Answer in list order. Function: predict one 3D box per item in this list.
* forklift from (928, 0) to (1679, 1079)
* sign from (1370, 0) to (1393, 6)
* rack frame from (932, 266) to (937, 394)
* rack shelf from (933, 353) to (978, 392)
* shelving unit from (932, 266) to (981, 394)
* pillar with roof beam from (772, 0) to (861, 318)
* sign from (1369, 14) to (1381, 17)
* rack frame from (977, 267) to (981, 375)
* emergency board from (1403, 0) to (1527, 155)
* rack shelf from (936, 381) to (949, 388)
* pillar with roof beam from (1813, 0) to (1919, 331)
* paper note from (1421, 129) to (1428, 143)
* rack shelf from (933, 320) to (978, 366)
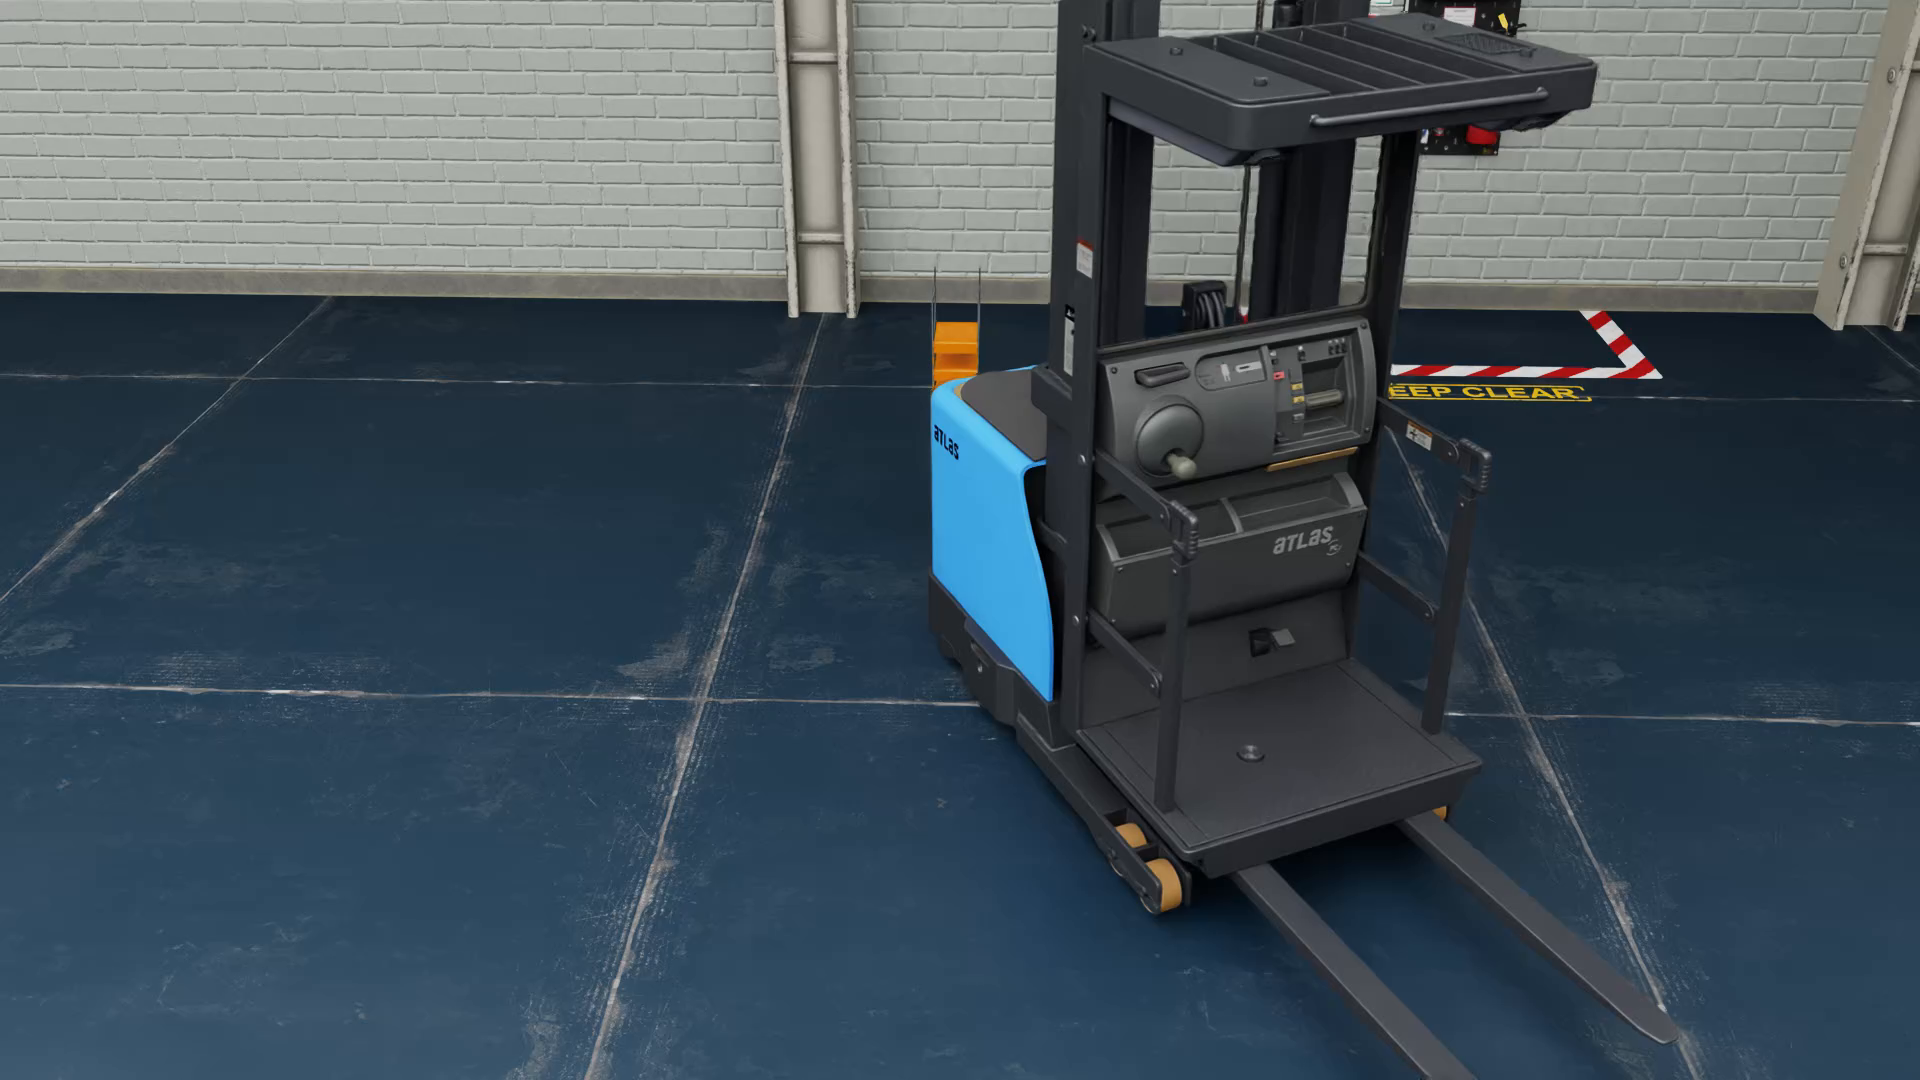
[{"bbox_3d":[0.947,-0.384,4.844,1.130,2.935,3.031,-12,30,-21],"label":"forklift"},{"bbox_3d":[2.187,-2.958,9.023,0.331,0.109,0.001,1,28,2],"label":"sign"},{"bbox_3d":[-0.106,-0.532,6.972,0.006,1.200,0.240,1,28,2],"label":"rack frame"},{"bbox_3d":[-0.014,-0.703,6.878,0.180,0.103,0.258,1,28,2],"label":"rack shelf"},{"bbox_3d":[-0.014,-0.530,6.969,0.189,1.200,0.258,1,28,2],"label":"shelving unit"},{"bbox_3d":[-0.948,-3.331,3.925,0.400,9.000,9.100,1,28,2],"label":"pillar with roof beam"},{"bbox_3d":[2.183,-2.728,9.155,0.234,0.329,0.001,1,28,2],"label":"sign"},{"bbox_3d":[0.077,-0.529,6.967,0.006,1.200,0.240,1,28,2],"label":"rack frame"},{"bbox_3d":[2.732,-2.655,9.055,0.643,1.169,0.194,1,28,2],"label":"emergency board"},{"bbox_3d":[-0.014,-0.597,6.934,0.180,0.103,0.258,1,28,2],"label":"rack shelf"},{"bbox_3d":[5.048,-3.232,3.738,0.400,9.000,9.100,1,28,2],"label":"pillar with roof beam"},{"bbox_3d":[2.557,-2.301,9.328,0.142,0.148,0.016,1,28,2],"label":"paper note"},{"bbox_3d":[-0.014,-0.809,6.822,0.180,0.103,0.258,1,28,2],"label":"rack shelf"}]
